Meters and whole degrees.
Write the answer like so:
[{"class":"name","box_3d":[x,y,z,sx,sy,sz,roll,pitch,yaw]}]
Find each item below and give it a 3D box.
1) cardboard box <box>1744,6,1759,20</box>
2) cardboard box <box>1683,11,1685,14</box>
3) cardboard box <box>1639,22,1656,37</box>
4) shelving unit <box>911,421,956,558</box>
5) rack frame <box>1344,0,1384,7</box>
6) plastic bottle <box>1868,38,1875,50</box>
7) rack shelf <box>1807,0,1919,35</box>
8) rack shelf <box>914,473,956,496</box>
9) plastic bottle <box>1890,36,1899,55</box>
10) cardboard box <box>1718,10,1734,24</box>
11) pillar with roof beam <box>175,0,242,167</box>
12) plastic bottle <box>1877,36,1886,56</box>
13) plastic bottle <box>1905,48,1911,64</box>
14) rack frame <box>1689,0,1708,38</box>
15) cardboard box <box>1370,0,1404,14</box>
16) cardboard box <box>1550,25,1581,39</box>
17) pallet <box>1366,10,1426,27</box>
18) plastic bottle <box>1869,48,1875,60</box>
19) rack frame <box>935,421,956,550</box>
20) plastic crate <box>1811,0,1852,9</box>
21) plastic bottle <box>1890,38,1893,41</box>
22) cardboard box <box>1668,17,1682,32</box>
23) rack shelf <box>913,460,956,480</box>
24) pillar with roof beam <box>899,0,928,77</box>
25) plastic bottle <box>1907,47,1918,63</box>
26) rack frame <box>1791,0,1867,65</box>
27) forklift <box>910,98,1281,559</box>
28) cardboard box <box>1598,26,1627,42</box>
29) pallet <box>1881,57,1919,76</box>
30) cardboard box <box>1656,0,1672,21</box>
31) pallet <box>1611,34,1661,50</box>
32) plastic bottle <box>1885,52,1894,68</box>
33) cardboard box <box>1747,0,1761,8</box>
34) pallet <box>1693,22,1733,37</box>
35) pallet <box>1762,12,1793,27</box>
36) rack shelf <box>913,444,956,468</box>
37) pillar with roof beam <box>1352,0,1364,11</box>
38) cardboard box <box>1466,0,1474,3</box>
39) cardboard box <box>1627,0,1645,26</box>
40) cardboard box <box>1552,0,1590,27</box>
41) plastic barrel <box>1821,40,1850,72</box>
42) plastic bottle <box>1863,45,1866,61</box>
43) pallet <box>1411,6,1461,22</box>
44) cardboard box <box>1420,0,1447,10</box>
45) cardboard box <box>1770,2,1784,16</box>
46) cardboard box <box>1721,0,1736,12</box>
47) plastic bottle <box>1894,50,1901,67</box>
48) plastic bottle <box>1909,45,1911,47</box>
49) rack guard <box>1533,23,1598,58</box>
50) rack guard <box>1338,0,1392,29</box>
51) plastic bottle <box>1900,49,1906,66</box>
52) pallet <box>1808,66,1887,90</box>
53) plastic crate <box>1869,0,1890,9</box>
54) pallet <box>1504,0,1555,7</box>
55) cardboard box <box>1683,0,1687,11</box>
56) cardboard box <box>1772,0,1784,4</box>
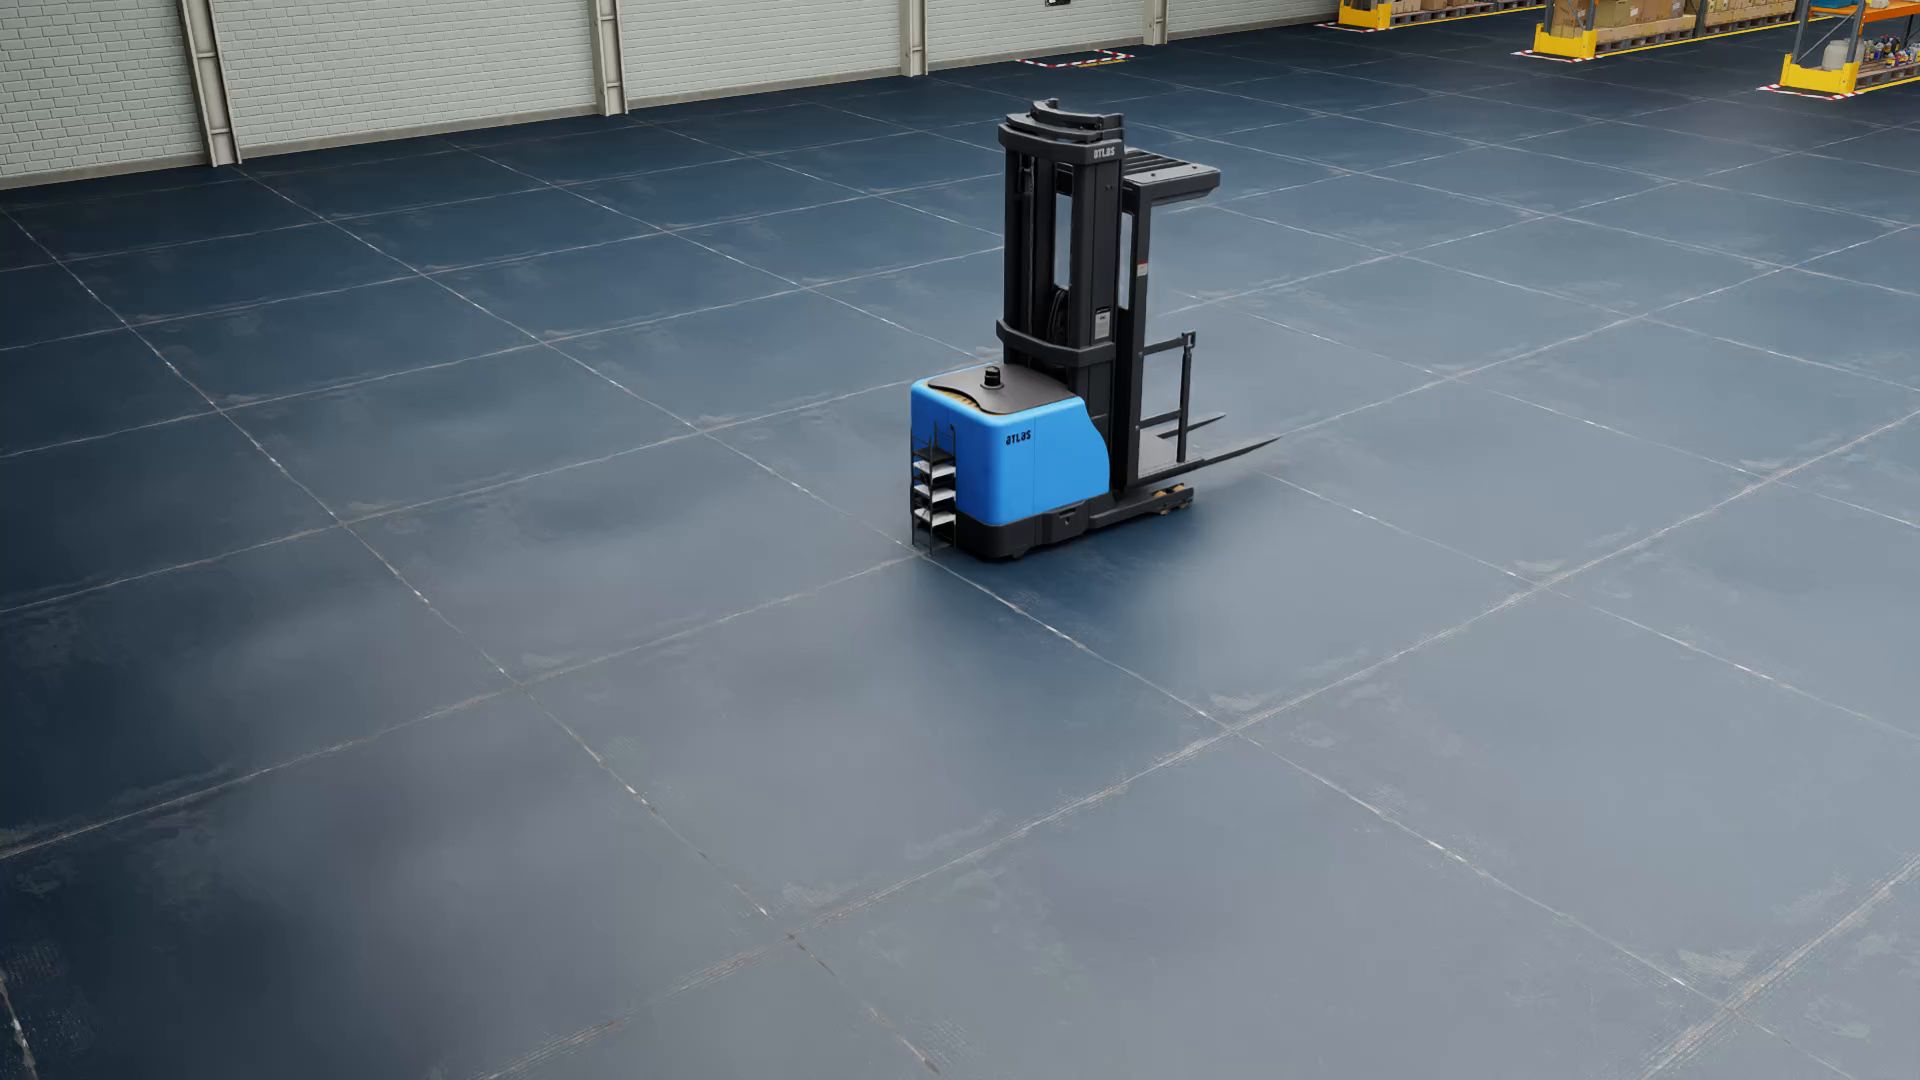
[{"class":"cardboard box","box_3d":[16.487,-11.152,35.111,0.500,0.250,0.500,-18,30,-33]},{"class":"cardboard box","box_3d":[14.954,-10.934,34.640,0.500,0.250,0.500,-19,31,-35]},{"class":"cardboard box","box_3d":[13.400,-10.146,32.942,0.500,0.250,0.500,-18,31,-34]},{"class":"shelving unit","box_3d":[-0.184,-0.351,11.565,0.210,0.900,0.258,-17,30,-33]},{"class":"rack frame","box_3d":[8.599,-12.388,35.006,0.127,3.000,1.000,-18,31,-34]},{"class":"plastic bottle","box_3d":[16.486,-8.911,30.139,0.185,0.351,0.144,-19,31,-34]},{"class":"rack shelf","box_3d":[16.286,-9.299,29.205,4.000,0.370,1.077,-18,31,-34]},{"class":"rack shelf","box_3d":[-0.184,-0.403,11.541,0.200,0.077,0.258,-17,30,-33]},{"class":"plastic bottle","box_3d":[17.058,-9.023,30.380,0.185,0.351,0.144,-18,31,-34]},{"class":"cardboard box","box_3d":[15.680,-10.885,34.535,0.500,0.250,0.500,-17,30,-33]},{"class":"pillar with roof beam","box_3d":[-7.613,-7.917,18.246,0.400,9.000,9.100,-18,31,-34]},{"class":"plastic bottle","box_3d":[16.820,-9.022,30.377,0.185,0.351,0.144,-20,31,-36]},{"class":"plastic bottle","box_3d":[16.839,-8.603,29.570,0.097,0.271,0.097,0,25,0]},{"class":"rack frame","box_3d":[14.807,-11.787,33.711,0.127,3.000,1.000,-18,31,-34]},{"class":"cardboard box","box_3d":[9.199,-11.518,35.802,0.500,0.311,0.500,-23,33,-40]},{"class":"cardboard box","box_3d":[11.899,-9.928,32.474,0.500,0.250,0.500,-18,31,-34]},{"class":"pallet","box_3d":[9.320,-11.342,36.065,1.213,0.211,1.003,-18,31,-34]},{"class":"plastic bottle","box_3d":[16.449,-8.766,30.005,0.097,0.201,0.097,0,25,0]},{"class":"rack frame","box_3d":[-0.102,-0.377,11.620,0.006,0.900,0.240,-17,30,-33]},{"class":"plastic crate","box_3d":[14.922,-9.267,28.459,0.616,0.251,0.499,-18,31,-34]},{"class":"plastic bottle","box_3d":[17.101,-9.078,30.588,0.135,0.276,0.152,-17,30,-32]},{"class":"cardboard box","box_3d":[14.177,-10.411,33.513,0.500,0.250,0.500,-18,31,-34]},{"class":"rack shelf","box_3d":[-0.184,-0.484,11.503,0.200,0.077,0.258,-17,30,-33]},{"class":"pillar with roof beam","box_3d":[1.830,-11.034,24.963,0.400,9.000,9.100,-18,31,-34]},{"class":"plastic bottle","box_3d":[16.996,-8.672,29.711,0.135,0.276,0.152,-18,30,-33]},{"class":"rack frame","box_3d":[14.713,-9.106,27.934,0.127,3.000,1.000,-18,31,-34]},{"class":"forklift","box_3d":[1.123,-1.680,12.015,3.031,2.935,1.130,-17,30,-33]},{"class":"cardboard box","box_3d":[12.609,-9.888,32.386,0.500,0.250,0.500,-18,31,-34]},{"class":"pallet","box_3d":[17.306,-8.719,30.414,1.213,0.211,1.003,-18,31,-34]},{"class":"cardboard box","box_3d":[13.785,-10.620,33.074,0.500,0.500,0.500,-18,31,-34]},{"class":"pallet","box_3d":[13.194,-10.011,33.196,1.213,0.211,1.003,-18,31,-34]},{"class":"plastic bottle","box_3d":[16.332,-8.436,29.208,0.097,0.271,0.097,0,25,0]},{"class":"cardboard box","box_3d":[16.495,-11.409,34.998,0.500,0.311,0.500,-17,30,-33]},{"class":"pallet","box_3d":[15.362,-10.726,34.738,1.213,0.211,1.003,-18,31,-34]},{"class":"pallet","box_3d":[17.282,-11.360,36.104,1.213,0.211,1.003,-18,31,-34]},{"class":"rack shelf","box_3d":[-0.184,-0.566,11.465,0.200,0.077,0.258,-17,30,-33]},{"class":"pillar with roof beam","box_3d":[11.273,-14.151,31.679,0.400,9.000,9.100,-18,31,-34]},{"class":"cardboard box","box_3d":[11.345,-12.192,37.428,0.380,0.166,0.250,22,33,39]},{"class":"cardboard box","box_3d":[12.996,-10.361,32.516,0.500,0.500,0.500,-18,31,-34]},{"class":"cardboard box","box_3d":[11.897,-10.269,32.317,0.500,0.500,0.500,-18,31,-34]},{"class":"plastic barrel","box_3d":[15.183,-8.364,28.793,0.421,0.512,0.421,0,25,0]},{"class":"plastic bottle","box_3d":[16.169,-8.717,29.800,0.133,0.283,0.061,-18,31,-34]},{"class":"pallet","box_3d":[10.280,-11.657,36.744,1.213,0.211,1.003,-18,31,-34]},{"class":"cardboard box","box_3d":[10.256,-11.925,36.457,0.500,0.500,0.700,-21,32,-37]},{"class":"cardboard box","box_3d":[17.287,-11.417,35.681,0.500,0.250,0.500,-19,31,-35]},{"class":"cardboard box","box_3d":[15.683,-11.138,34.413,0.500,0.311,0.500,-19,31,-35]},{"class":"plastic bottle","box_3d":[16.521,-8.494,29.320,0.133,0.283,0.061,-18,30,-33]},{"class":"plastic bottle","box_3d":[17.043,-8.743,29.857,0.133,0.283,0.061,-18,31,-34]},{"class":"rack guard","box_3d":[11.640,-9.608,31.985,0.348,0.500,1.175,-18,31,-34]},{"class":"rack guard","box_3d":[8.659,-11.274,35.575,0.348,0.500,1.175,-18,31,-34]},{"class":"plastic bottle","box_3d":[16.680,-8.551,29.456,0.097,0.271,0.097,0,25,0]},{"class":"pallet","box_3d":[15.386,-8.086,29.048,1.213,0.211,1.003,-18,31,-34]},{"class":"plastic crate","box_3d":[15.615,-9.112,28.261,0.250,0.136,0.298,-18,31,-34]},{"class":"pallet","box_3d":[13.319,-12.683,38.955,1.213,0.211,1.003,-18,31,-34]},{"class":"cardboard box","box_3d":[14.948,-11.185,34.515,0.500,0.311,0.500,-18,31,-34]},{"class":"cardboard box","box_3d":[17.289,-11.669,35.558,0.500,0.311,0.500,-19,31,-35]}]
